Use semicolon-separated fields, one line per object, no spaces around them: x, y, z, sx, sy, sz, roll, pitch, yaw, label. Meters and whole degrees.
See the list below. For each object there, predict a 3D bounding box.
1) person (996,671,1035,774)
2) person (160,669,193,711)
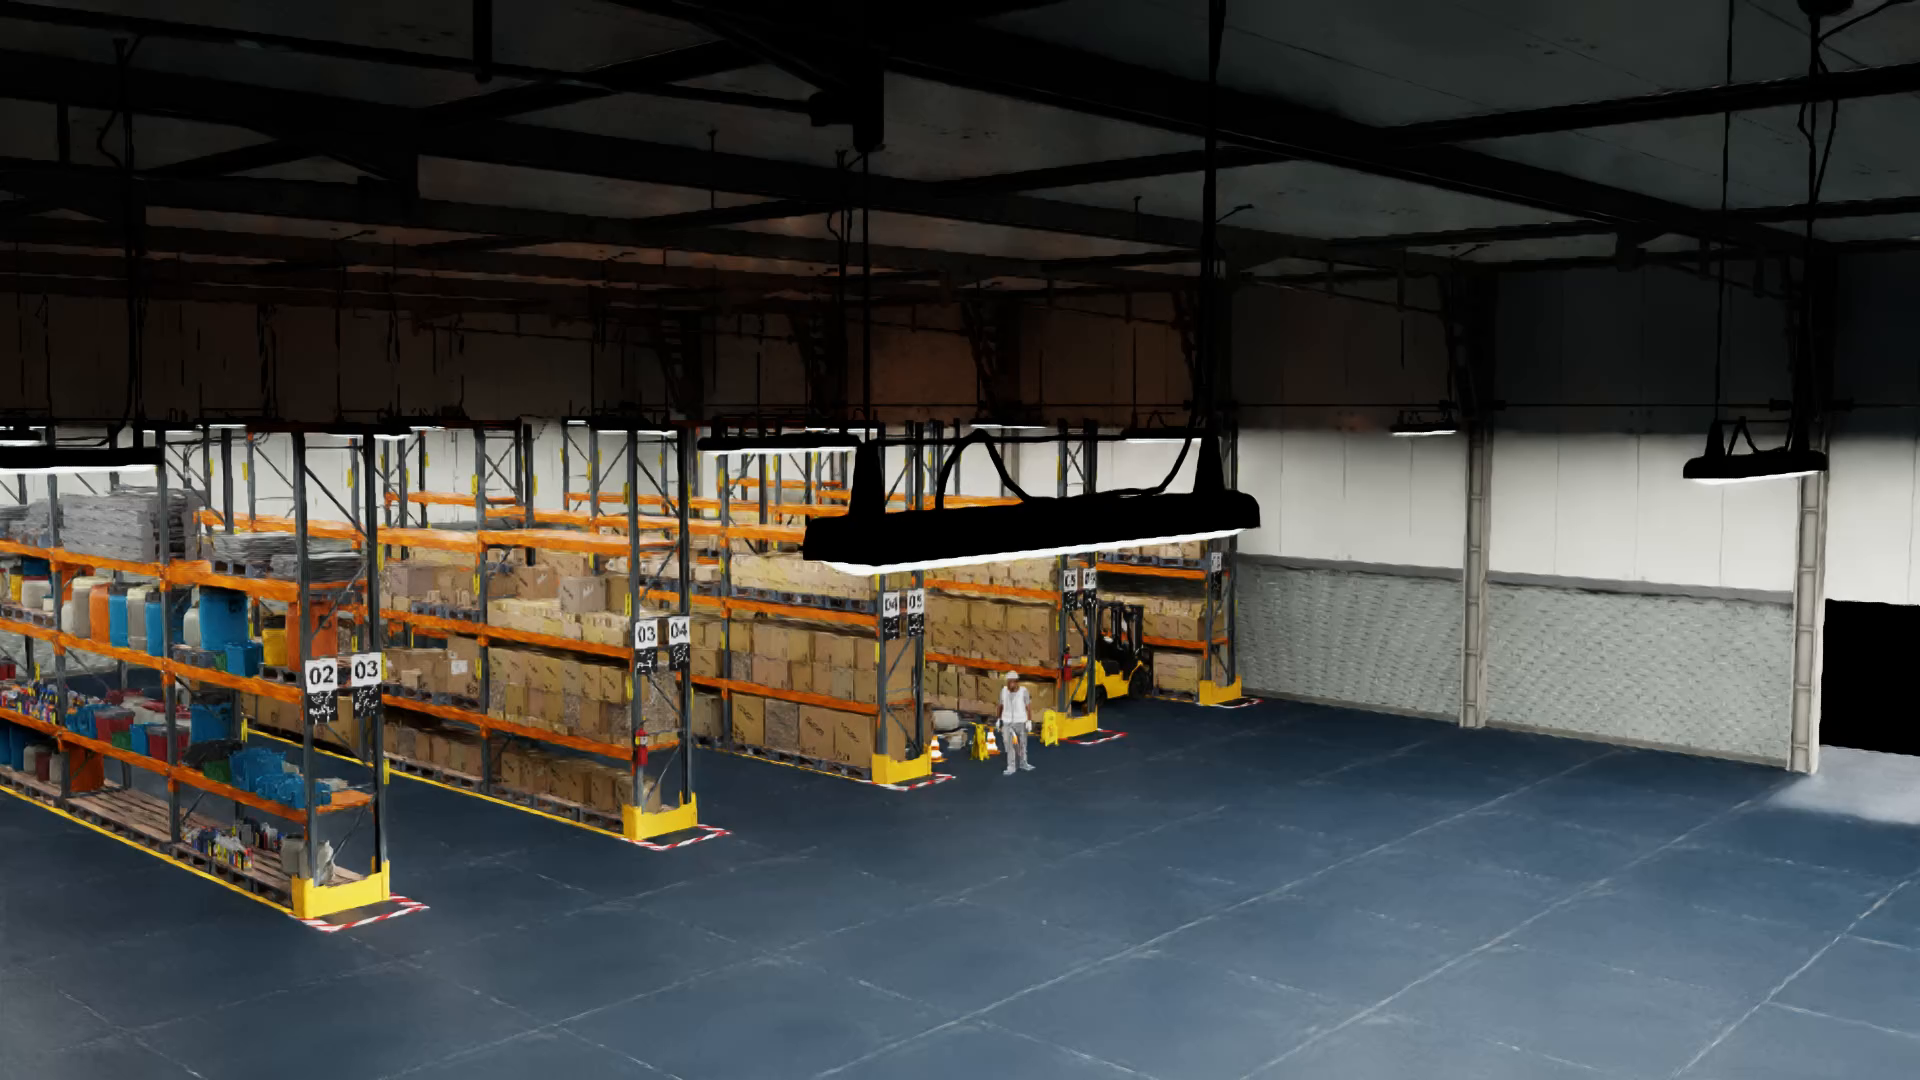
0.947;3.117;28.590;0.659;1.779;0.557;1;5;13;person
-15.296;2.880;32.508;0.578;1.610;0.626;4;6;40;person
